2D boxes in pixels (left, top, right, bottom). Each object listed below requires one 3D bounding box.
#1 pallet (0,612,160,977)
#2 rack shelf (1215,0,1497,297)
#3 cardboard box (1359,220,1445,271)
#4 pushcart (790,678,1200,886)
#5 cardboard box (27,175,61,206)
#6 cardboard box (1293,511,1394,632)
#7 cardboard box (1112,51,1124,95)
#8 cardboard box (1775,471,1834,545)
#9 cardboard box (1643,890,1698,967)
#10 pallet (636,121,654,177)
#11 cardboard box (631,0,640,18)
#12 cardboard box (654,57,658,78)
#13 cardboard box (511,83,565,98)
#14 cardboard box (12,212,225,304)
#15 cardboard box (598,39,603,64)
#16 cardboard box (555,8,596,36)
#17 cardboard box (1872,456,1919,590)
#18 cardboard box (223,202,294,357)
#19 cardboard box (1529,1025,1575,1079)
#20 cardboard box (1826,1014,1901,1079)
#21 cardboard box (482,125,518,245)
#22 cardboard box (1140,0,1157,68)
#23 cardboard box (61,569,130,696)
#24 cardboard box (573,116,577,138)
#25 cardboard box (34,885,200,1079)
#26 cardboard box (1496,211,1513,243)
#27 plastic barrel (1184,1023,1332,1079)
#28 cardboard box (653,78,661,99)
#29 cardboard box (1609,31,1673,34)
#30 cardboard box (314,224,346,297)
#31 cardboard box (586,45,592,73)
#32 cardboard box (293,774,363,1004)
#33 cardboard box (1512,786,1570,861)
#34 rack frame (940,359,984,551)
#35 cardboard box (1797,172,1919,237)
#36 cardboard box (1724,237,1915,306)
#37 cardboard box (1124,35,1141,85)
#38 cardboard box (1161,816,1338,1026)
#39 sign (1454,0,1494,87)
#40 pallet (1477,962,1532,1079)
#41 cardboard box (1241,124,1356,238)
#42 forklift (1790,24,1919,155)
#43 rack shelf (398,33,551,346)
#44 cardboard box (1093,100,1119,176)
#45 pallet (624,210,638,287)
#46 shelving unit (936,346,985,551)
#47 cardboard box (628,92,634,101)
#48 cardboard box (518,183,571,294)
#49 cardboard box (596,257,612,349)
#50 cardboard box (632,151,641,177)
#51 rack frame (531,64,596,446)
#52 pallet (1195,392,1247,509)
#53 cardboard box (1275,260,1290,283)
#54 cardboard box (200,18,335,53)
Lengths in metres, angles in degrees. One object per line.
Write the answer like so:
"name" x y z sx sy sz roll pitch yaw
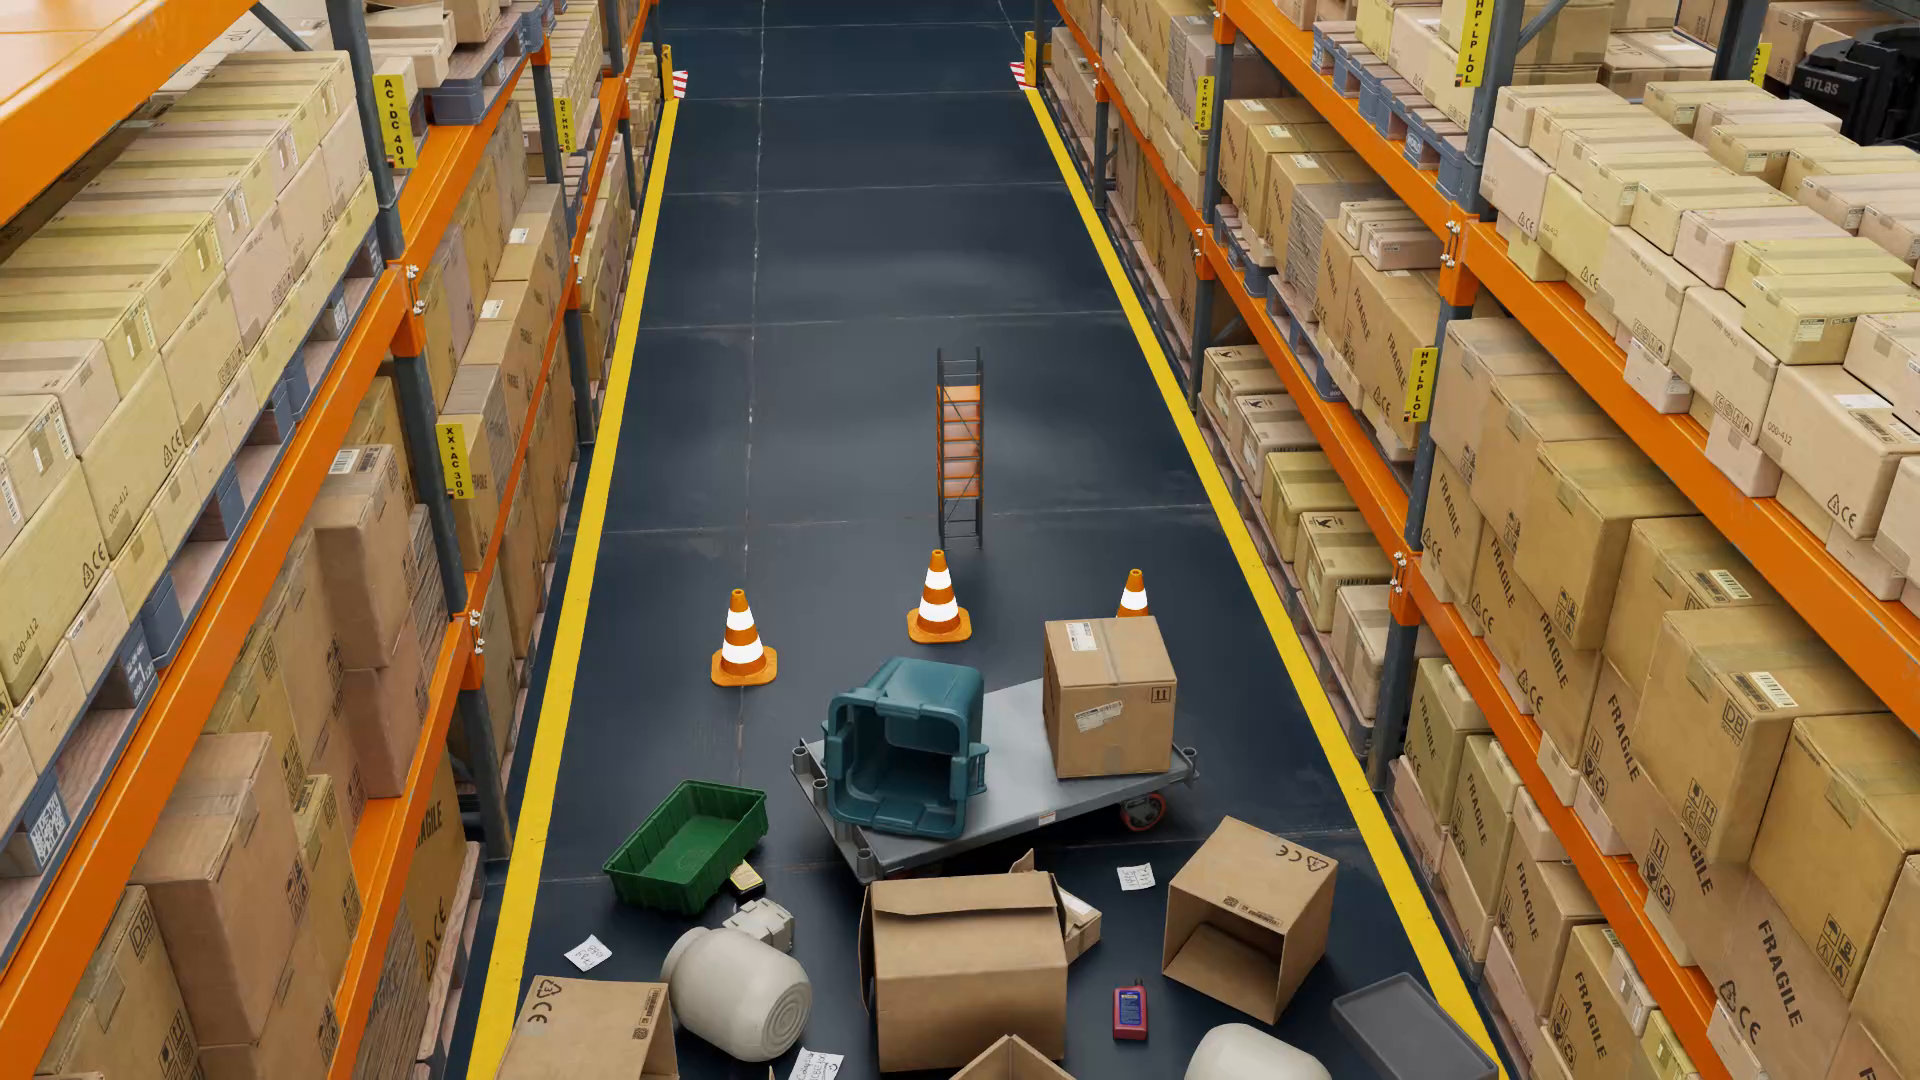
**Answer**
"pallet" -2.205 0.544 3.075 1.003 0.211 1.213 -3 31 -5
"rack shelf" 2.233 -2.159 8.216 1.077 0.370 4.000 -3 31 -5
"cardboard box" 2.075 -1.364 7.679 0.380 0.149 0.250 -4 31 -6
"pushcart" 0.155 1.102 7.538 1.648 0.377 0.936 -14 33 -22
"cardboard box" -2.731 -1.024 4.575 0.380 0.149 0.250 -3 31 -5
"cardboard box" 2.298 0.155 8.719 0.950 0.372 0.625 -1 31 -1
"cardboard box" 1.501 -3.677 13.128 0.500 0.250 0.500 -3 31 -6
"cardboard box" 2.390 -0.120 4.346 0.380 0.149 0.250 -4 31 -6
"cardboard box" 2.357 1.161 5.126 0.380 0.149 0.250 -3 31 -5
"pallet" -3.461 -3.723 15.777 1.003 0.211 1.213 -3 31 -5
"cardboard box" -3.106 -4.901 14.643 0.500 0.500 0.500 -3 31 -6
"cardboard box" -3.287 -4.825 16.983 0.380 0.149 0.250 -4 31 -6
"cardboard box" -2.793 -2.883 10.907 0.380 0.149 0.250 -4 31 -7
"cardboard box" -2.005 -0.668 3.980 0.380 0.149 0.250 -2 31 -4
"cardboard box" -3.012 -3.833 13.079 0.380 0.149 0.250 -3 31 -6
"cardboard box" -2.989 -3.949 12.692 0.380 0.149 0.250 -4 31 -6
"cardboard box" 2.445 0.027 3.712 0.500 0.250 0.500 -3 31 -5
"cardboard box" -2.106 -0.691 4.407 0.500 0.250 0.500 -3 31 -5
"cardboard box" 2.355 1.952 5.829 0.500 0.250 0.500 -4 31 -6
"cardboard box" 2.469 1.449 4.012 0.500 0.500 0.500 -3 31 -5
"cardboard box" -2.792 -1.896 8.928 0.700 0.500 0.500 -3 31 -5
"cardboard box" 1.602 -3.698 11.945 0.500 0.500 0.500 -3 31 -5
"cardboard box" -1.910 0.192 3.318 0.380 0.149 0.250 -3 31 -4
"cardboard box" -2.818 -2.771 11.300 0.380 0.149 0.250 -2 31 -3
"cardboard box" -2.264 1.177 3.656 0.875 0.550 0.550 -3 31 -5
"cardboard box" 2.203 -1.166 6.097 0.380 0.149 0.250 -3 31 -5
"plastic barrel" 1.093 2.008 5.976 0.512 0.421 0.421 20 36 29
"cardboard box" -3.238 -4.568 16.843 0.380 0.149 0.250 -2 31 -3
"cardboard box" 2.716 -2.139 7.217 0.500 0.250 0.500 -3 31 -5
"cardboard box" -2.097 -0.842 5.047 0.380 0.149 0.250 -2 31 -4
"cardboard box" -2.936 -3.560 12.331 0.380 0.149 0.250 -4 31 -6
"cardboard box" -2.296 1.080 4.870 0.875 0.550 0.500 -3 31 -5
"cardboard box" 2.236 1.022 6.023 0.380 0.149 0.250 -1 31 -2
"rack frame" 0.010 -0.461 9.352 0.240 1.200 0.006 -3 31 -5
"cardboard box" 2.780 -0.998 5.039 0.380 0.149 0.250 -3 31 -6
"cardboard box" 2.352 -0.715 4.564 0.380 0.149 0.250 -2 31 -4
"cardboard box" 1.530 -3.631 12.563 0.500 0.250 0.500 -2 31 -4
"cardboard box" 1.165 1.526 6.706 0.500 0.500 0.500 20 36 29
"sign" 1.868 -1.809 6.040 0.100 0.325 0.005 -3 31 -5
"pallet" 2.635 2.004 6.189 1.003 0.211 1.213 -3 31 -5
"cardboard box" 1.914 -2.045 9.452 0.500 0.500 0.500 -1 31 -2
"forklift" 4.926 -1.025 8.609 1.130 2.935 3.031 -17 35 -27
"rack shelf" -2.686 -1.870 7.732 1.077 0.370 4.000 -3 31 -5
"cardboard box" 1.721 -3.649 15.023 0.875 0.438 0.875 -3 31 -5
"pallet" -3.172 -2.360 13.495 1.003 0.211 1.213 -3 31 -5
"shelving unit" 0.001 -0.508 9.430 0.258 1.200 0.189 -3 31 -5
"cardboard box" -3.209 -4.023 15.351 0.380 0.149 0.250 -4 31 -7
"cardboard box" -2.563 -1.738 9.637 0.500 0.500 0.500 -3 31 -5
"cardboard box" -2.735 -1.649 11.614 0.500 0.500 0.500 -2 31 -4
"cardboard box" -2.962 -3.239 14.328 0.380 0.149 0.250 -1 31 -2
"rack frame" -2.873 -1.912 10.026 1.000 3.000 0.127 -3 31 -5
"pallet" 2.118 -0.605 10.557 1.003 0.211 1.213 -3 31 -5
"cardboard box" 1.970 -1.550 9.255 0.380 0.149 0.250 -1 31 -2
"cardboard box" -2.833 -1.936 6.781 0.500 0.250 0.500 -3 31 -5
